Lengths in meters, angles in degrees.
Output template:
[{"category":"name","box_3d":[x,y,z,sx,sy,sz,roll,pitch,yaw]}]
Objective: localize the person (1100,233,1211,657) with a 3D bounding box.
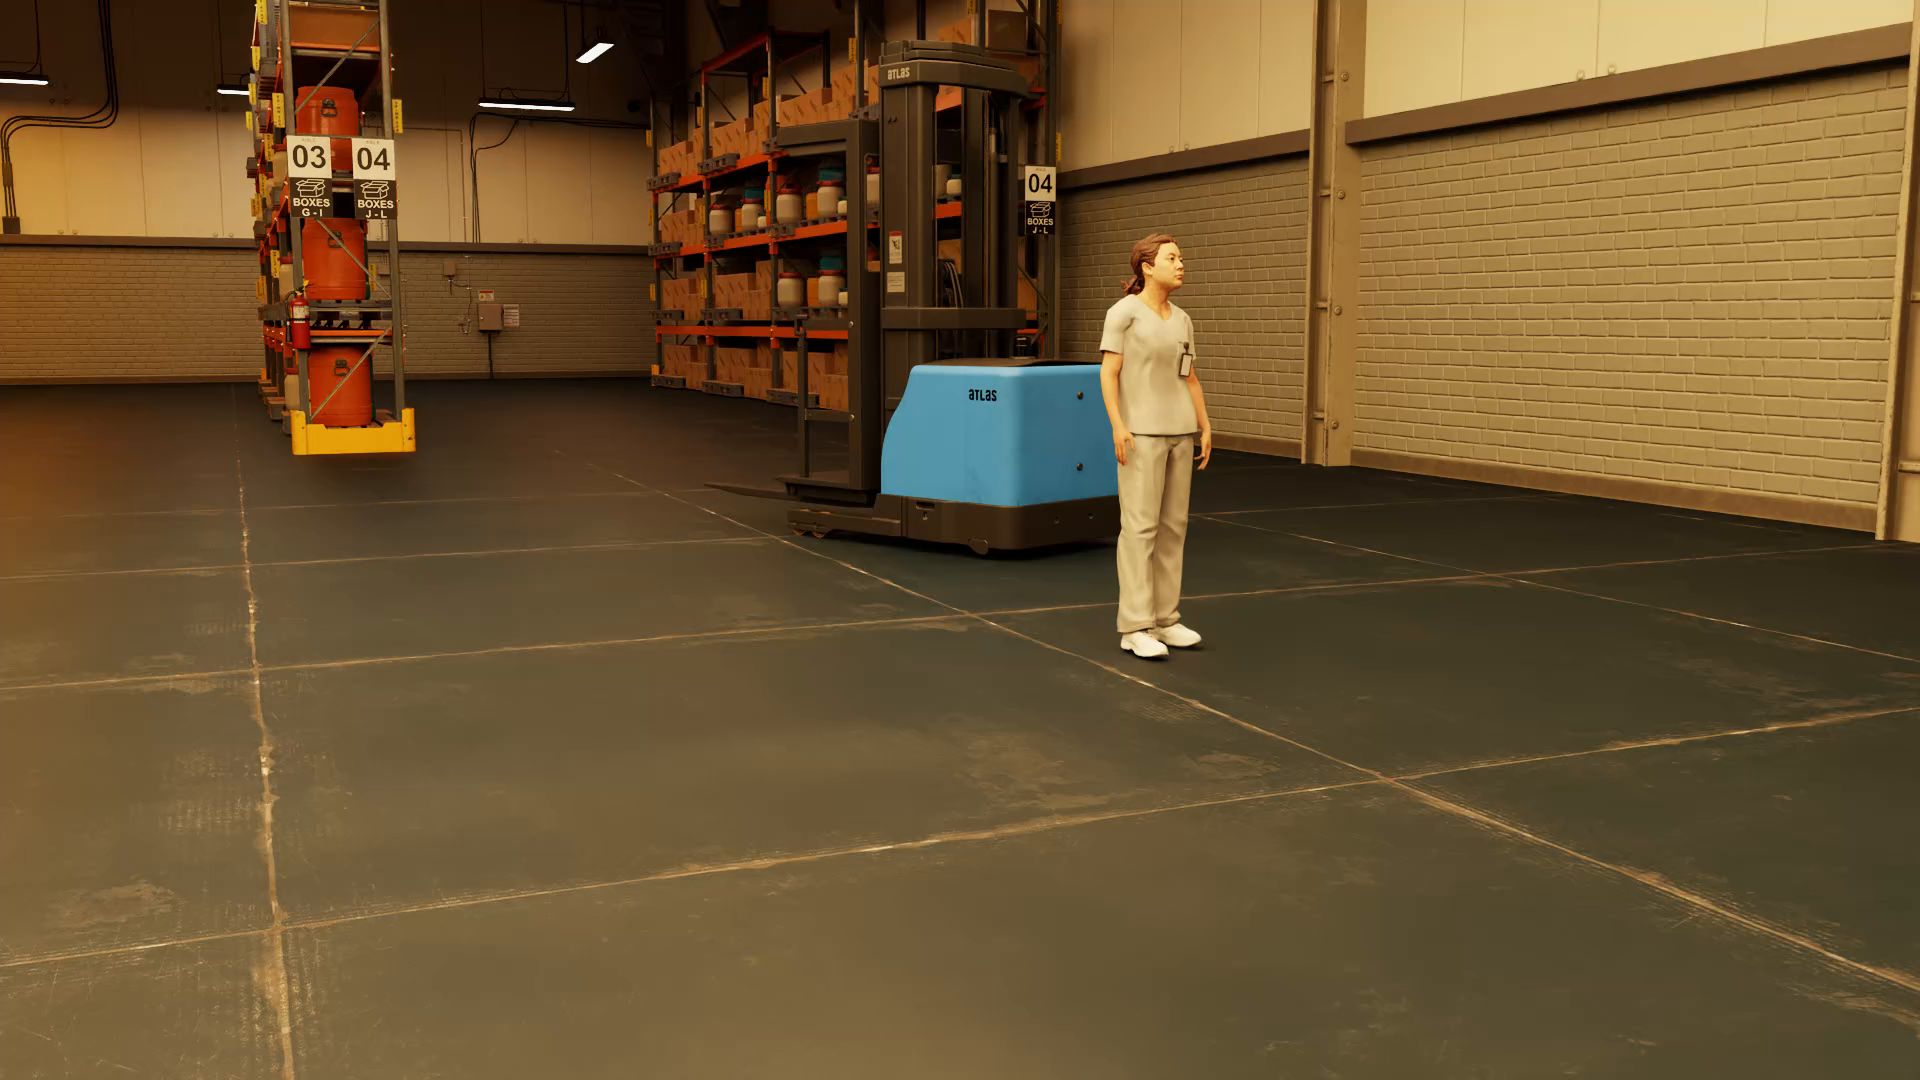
[{"category":"person","box_3d":[0.835,-0.404,6.746,0.550,1.673,0.548,-5,9,-35]}]

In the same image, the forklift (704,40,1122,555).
[{"category":"forklift","box_3d":[-0.436,-1.509,10.383,3.031,2.935,1.130,7,10,44]}]
